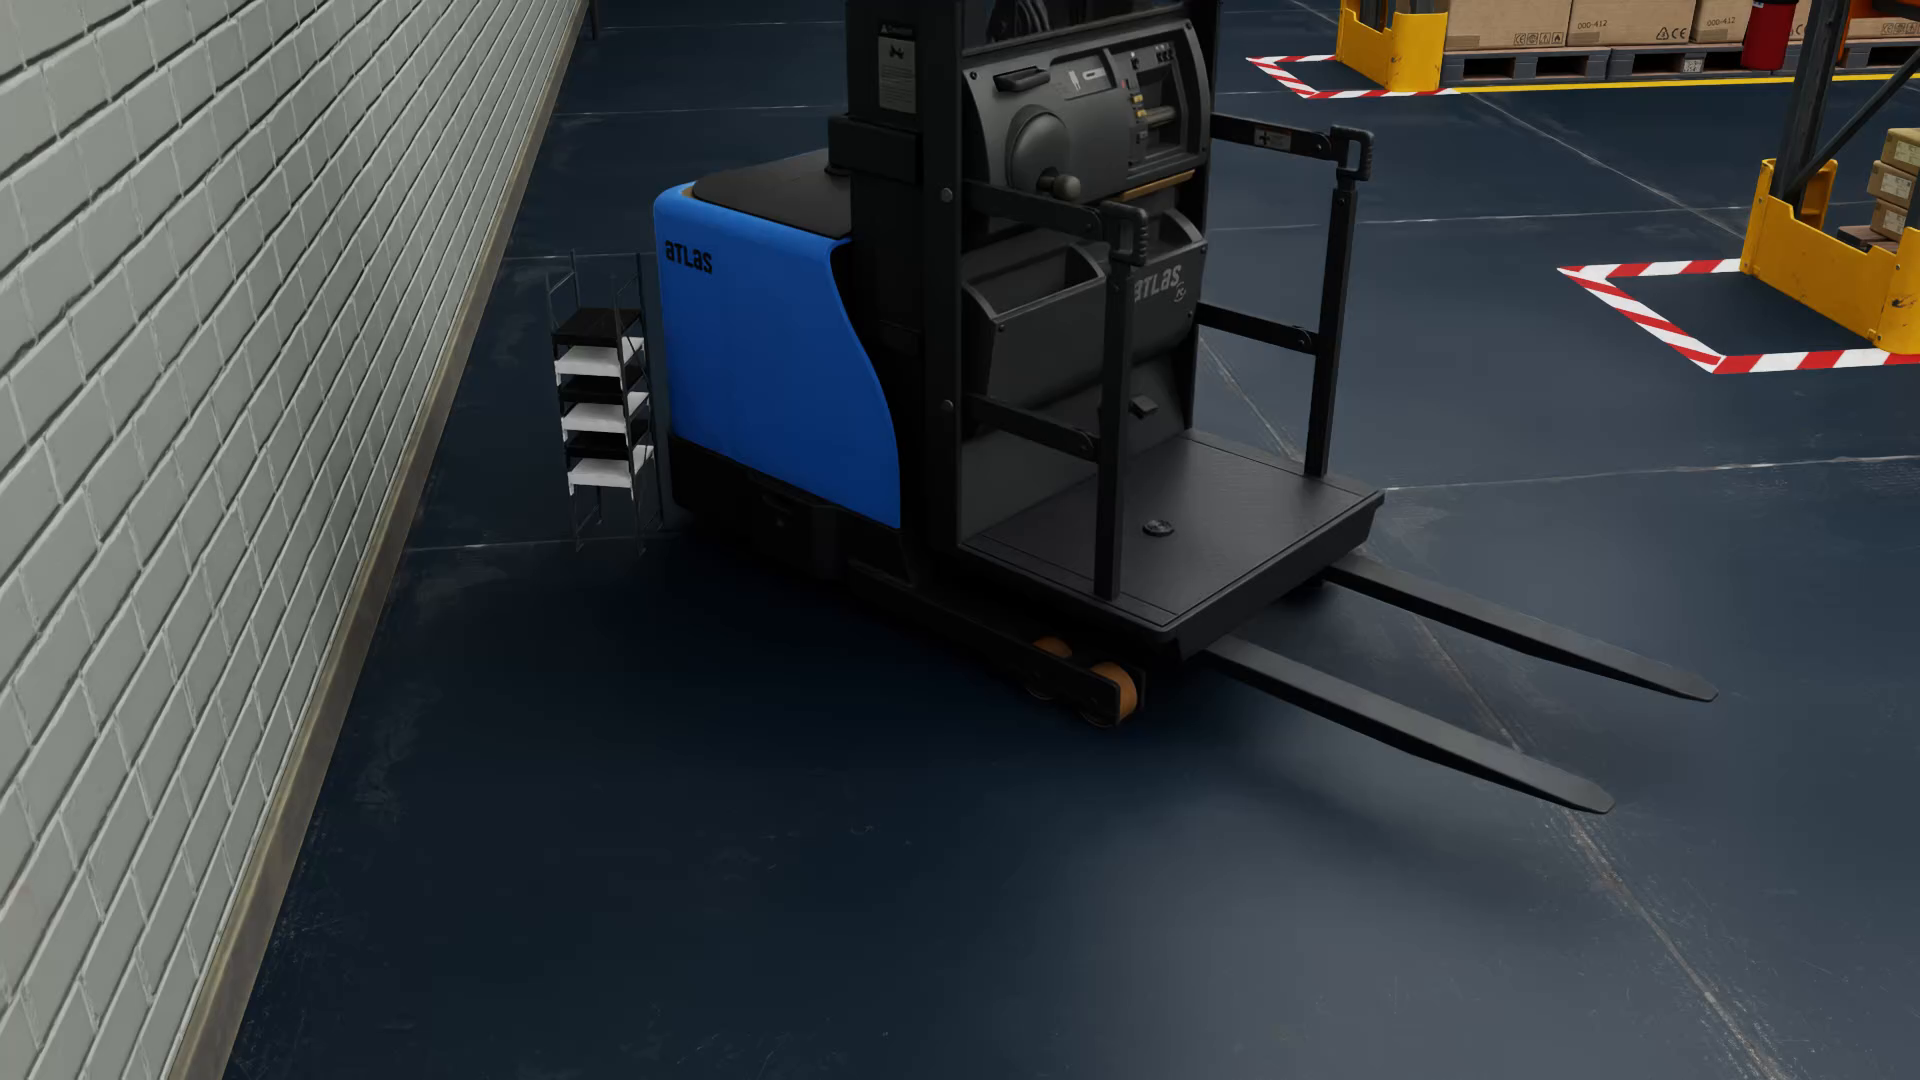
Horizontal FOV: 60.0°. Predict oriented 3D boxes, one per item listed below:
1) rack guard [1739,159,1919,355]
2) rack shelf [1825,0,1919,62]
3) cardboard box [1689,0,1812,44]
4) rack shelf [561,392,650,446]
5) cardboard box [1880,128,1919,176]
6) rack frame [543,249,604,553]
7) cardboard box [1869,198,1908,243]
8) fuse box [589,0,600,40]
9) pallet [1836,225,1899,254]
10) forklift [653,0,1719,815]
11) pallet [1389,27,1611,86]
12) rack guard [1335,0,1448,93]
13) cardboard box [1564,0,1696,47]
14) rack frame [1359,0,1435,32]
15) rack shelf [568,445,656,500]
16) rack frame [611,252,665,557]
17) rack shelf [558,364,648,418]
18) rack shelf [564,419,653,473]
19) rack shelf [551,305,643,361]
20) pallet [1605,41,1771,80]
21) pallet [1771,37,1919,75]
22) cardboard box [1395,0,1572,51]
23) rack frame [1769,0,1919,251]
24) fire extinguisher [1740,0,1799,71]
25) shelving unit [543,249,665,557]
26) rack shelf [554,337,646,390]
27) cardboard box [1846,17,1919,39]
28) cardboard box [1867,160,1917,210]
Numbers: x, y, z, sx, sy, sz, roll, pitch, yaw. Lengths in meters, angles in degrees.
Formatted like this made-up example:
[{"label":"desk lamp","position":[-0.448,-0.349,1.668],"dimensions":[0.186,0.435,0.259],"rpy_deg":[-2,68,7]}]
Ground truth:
[{"label":"rack guard","position":[3.843,-1.240,7.119],"dimensions":[0.348,0.500,1.175],"rpy_deg":[-4,27,-7]},{"label":"rack shelf","position":[5.748,-2.154,6.951],"dimensions":[4.000,0.370,1.077],"rpy_deg":[-4,27,-7]},{"label":"cardboard box","position":[5.416,-3.831,11.777],"dimensions":[0.875,0.438,0.875],"rpy_deg":[-4,27,-9]},{"label":"rack shelf","position":[-1.074,-0.379,5.076],"dimensions":[0.200,0.077,0.258],"rpy_deg":[4,27,8]},{"label":"cardboard box","position":[4.257,-1.678,7.247],"dimensions":[0.250,0.149,0.380],"rpy_deg":[-3,27,-7]},{"label":"rack frame","position":[-1.174,-0.416,5.074],"dimensions":[0.006,0.900,0.240],"rpy_deg":[4,27,8]},{"label":"cardboard box","position":[4.260,-1.393,7.342],"dimensions":[0.250,0.149,0.380],"rpy_deg":[-3,27,-6]},{"label":"fuse box","position":[-2.751,-4.595,12.331],"dimensions":[0.414,1.711,0.539],"rpy_deg":[-4,27,-7]},{"label":"pallet","position":[4.652,-1.147,7.254],"dimensions":[1.213,0.211,1.003],"rpy_deg":[-4,27,-7]},{"label":"forklift","position":[0.504,-1.090,4.163],"dimensions":[3.031,2.935,1.130],"rpy_deg":[23,35,37]},{"label":"pallet","position":[3.759,-3.424,11.692],"dimensions":[1.213,0.211,1.003],"rpy_deg":[-4,27,-7]},{"label":"rack guard","position":[2.954,-3.465,11.455],"dimensions":[0.348,0.500,1.175],"rpy_deg":[-4,27,-7]},{"label":"cardboard box","position":[4.523,-3.774,11.667],"dimensions":[0.875,0.438,0.875],"rpy_deg":[-3,27,-6]},{"label":"rack frame","position":[2.978,-4.578,10.887],"dimensions":[0.127,3.000,1.000],"rpy_deg":[-4,27,-7]},{"label":"rack shelf","position":[-1.074,-0.219,5.158],"dimensions":[0.200,0.077,0.258],"rpy_deg":[4,27,8]},{"label":"rack frame","position":[-0.973,-0.402,5.047],"dimensions":[0.006,0.900,0.240],"rpy_deg":[4,27,8]},{"label":"rack shelf","position":[-1.074,-0.459,5.035],"dimensions":[0.200,0.077,0.258],"rpy_deg":[4,27,8]},{"label":"rack shelf","position":[-1.074,-0.299,5.117],"dimensions":[0.200,0.077,0.258],"rpy_deg":[4,27,8]},{"label":"rack shelf","position":[-1.074,-0.619,4.953],"dimensions":[0.200,0.077,0.258],"rpy_deg":[4,27,8]},{"label":"pallet","position":[4.964,-3.500,11.840],"dimensions":[1.213,0.211,1.003],"rpy_deg":[-4,27,-7]},{"label":"pallet","position":[6.175,-3.579,11.994],"dimensions":[1.213,0.211,1.003],"rpy_deg":[-4,27,-7]},{"label":"cardboard box","position":[3.618,-3.712,11.546],"dimensions":[0.875,0.438,0.875],"rpy_deg":[-5,28,-9]},{"label":"rack frame","position":[3.768,-2.347,6.539],"dimensions":[0.127,3.000,1.000],"rpy_deg":[-4,27,-7]},{"label":"fire extinguisher","position":[3.454,-2.339,7.017],"dimensions":[0.183,0.674,0.296],"rpy_deg":[-4,27,-7]},{"label":"shelving unit","position":[-1.074,-0.409,5.061],"dimensions":[0.210,0.900,0.258],"rpy_deg":[4,27,8]},{"label":"rack shelf","position":[-1.074,-0.539,4.994],"dimensions":[0.200,0.077,0.258],"rpy_deg":[4,27,8]},{"label":"cardboard box","position":[6.302,-3.888,11.889],"dimensions":[0.875,0.438,0.875],"rpy_deg":[-4,27,-8]},{"label":"cardboard box","position":[4.250,-1.560,7.342],"dimensions":[0.250,0.149,0.380],"rpy_deg":[-4,27,-8]}]
